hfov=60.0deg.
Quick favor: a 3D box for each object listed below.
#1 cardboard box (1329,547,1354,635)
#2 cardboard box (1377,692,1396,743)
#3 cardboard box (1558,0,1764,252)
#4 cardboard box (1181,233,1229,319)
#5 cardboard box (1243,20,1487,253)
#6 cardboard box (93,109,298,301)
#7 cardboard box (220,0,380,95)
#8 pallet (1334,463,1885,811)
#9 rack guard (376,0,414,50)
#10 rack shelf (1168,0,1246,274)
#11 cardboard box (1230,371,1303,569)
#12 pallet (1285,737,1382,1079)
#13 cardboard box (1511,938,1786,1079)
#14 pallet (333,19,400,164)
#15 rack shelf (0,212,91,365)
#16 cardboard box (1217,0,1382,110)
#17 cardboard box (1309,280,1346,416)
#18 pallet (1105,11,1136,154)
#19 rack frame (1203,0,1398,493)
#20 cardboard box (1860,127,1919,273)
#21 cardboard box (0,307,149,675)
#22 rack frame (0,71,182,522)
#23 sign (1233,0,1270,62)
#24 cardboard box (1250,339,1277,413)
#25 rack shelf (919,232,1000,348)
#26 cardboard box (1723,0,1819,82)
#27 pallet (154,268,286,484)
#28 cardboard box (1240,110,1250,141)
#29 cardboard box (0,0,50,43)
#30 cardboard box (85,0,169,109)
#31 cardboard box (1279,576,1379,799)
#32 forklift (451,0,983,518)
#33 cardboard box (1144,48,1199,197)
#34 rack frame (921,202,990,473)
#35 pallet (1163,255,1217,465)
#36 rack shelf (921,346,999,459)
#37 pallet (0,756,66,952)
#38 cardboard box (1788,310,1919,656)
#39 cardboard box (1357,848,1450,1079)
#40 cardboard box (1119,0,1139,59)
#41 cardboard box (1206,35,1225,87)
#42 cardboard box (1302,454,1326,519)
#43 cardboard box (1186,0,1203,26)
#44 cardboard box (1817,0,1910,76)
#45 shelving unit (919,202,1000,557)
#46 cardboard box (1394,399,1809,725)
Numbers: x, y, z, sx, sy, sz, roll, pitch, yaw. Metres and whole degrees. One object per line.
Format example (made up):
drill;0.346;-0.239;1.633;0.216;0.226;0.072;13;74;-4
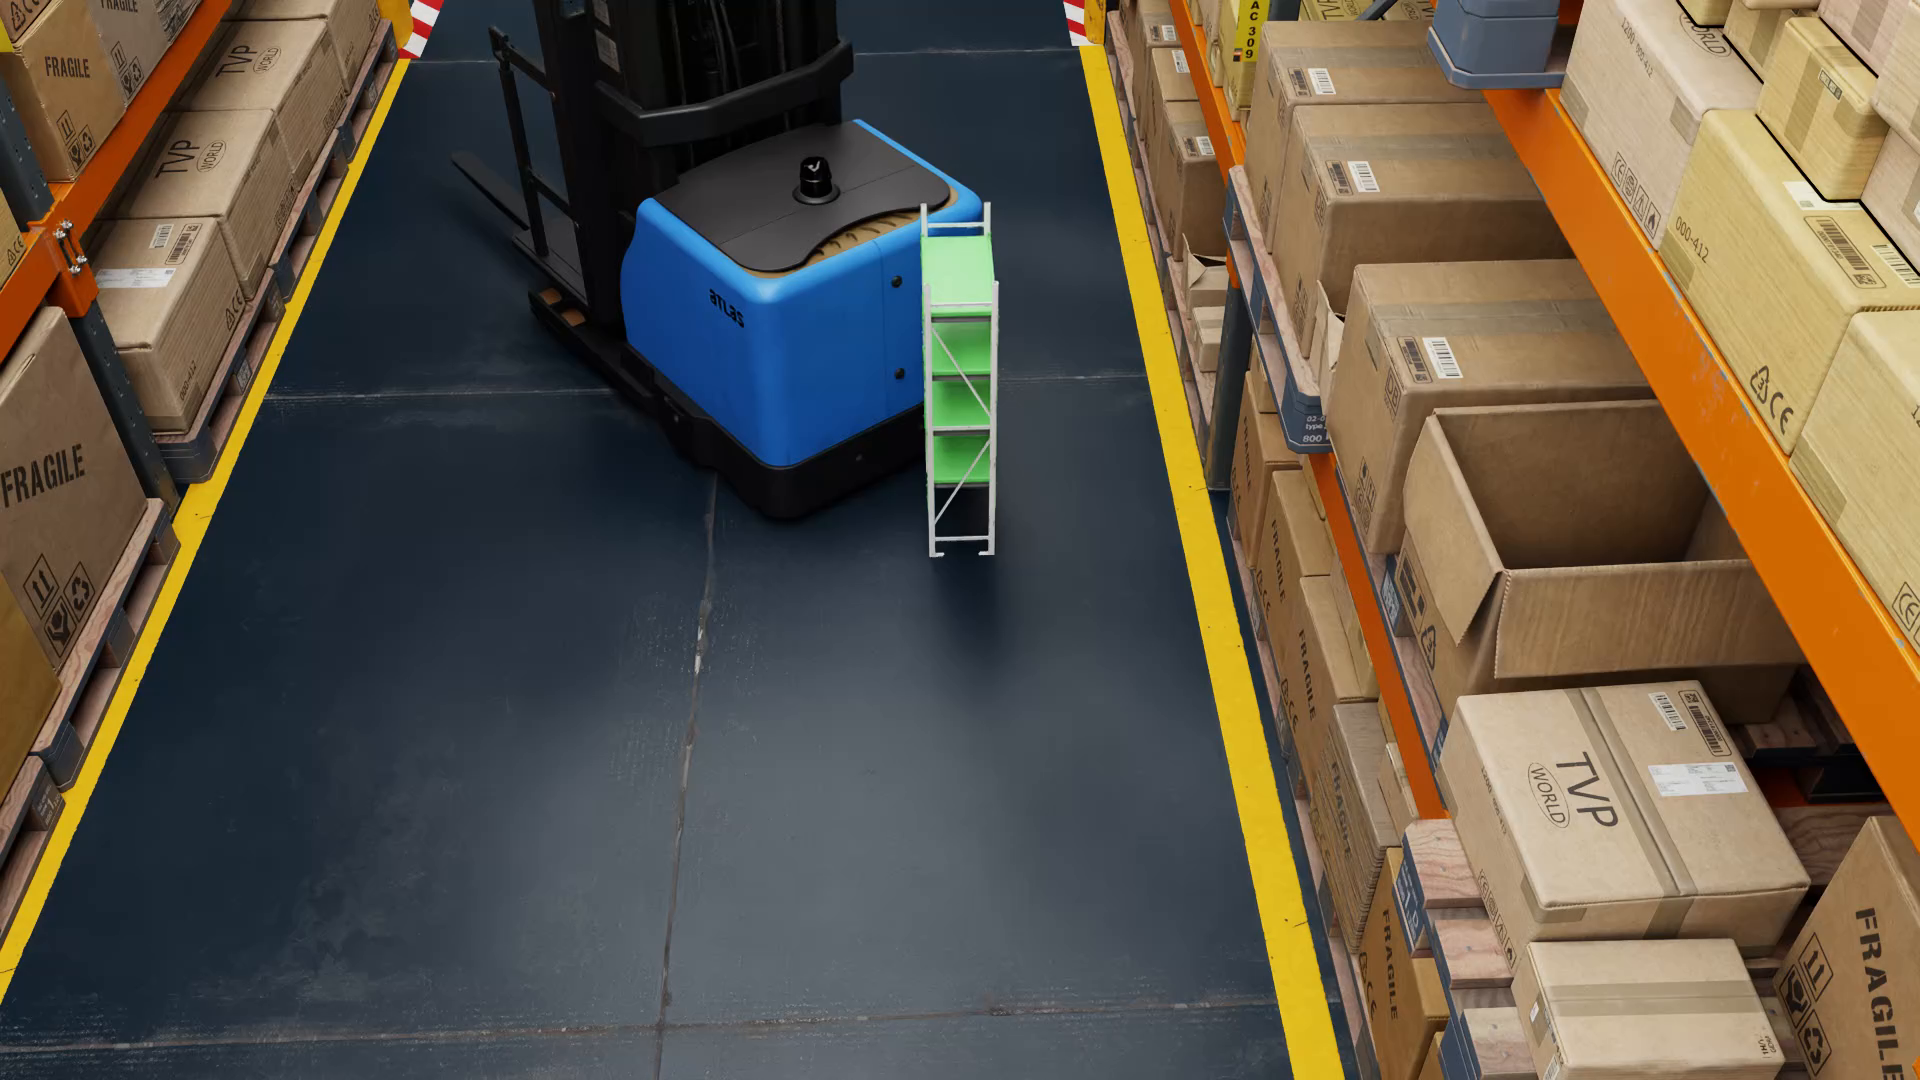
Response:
cardboard box;1.319;0.143;4.933;0.380;0.149;0.250;-2;43;-2
cardboard box;1.367;0.492;4.552;0.380;0.149;0.250;-1;43;-2
cardboard box;1.321;-0.713;2.699;0.500;0.250;0.500;-2;43;-2
cardboard box;1.127;-1.102;6.945;0.396;0.266;0.258;0;43;0
cardboard box;1.256;-1.205;4.960;0.700;0.500;0.500;-1;43;-1
cardboard box;-3.458;-1.443;7.190;0.875;0.438;0.875;-3;43;-3
cardboard box;-3.542;-2.669;8.527;0.875;0.438;0.875;-3;43;-3
pallet;1.542;0.112;4.050;1.003;0.211;1.213;-2;43;-2
rack guard;-3.671;-2.996;9.149;1.175;0.500;0.348;-2;43;-2
rack shelf;1.374;-2.431;7.215;1.077;0.370;4.000;-2;43;-2
cardboard box;1.255;-0.246;5.838;0.500;0.500;0.500;0;43;0
pallet;1.587;1.055;4.942;1.003;0.211;1.213;-2;43;-2
cardboard box;1.218;0.860;2.967;0.380;0.149;0.250;-1;43;-1
pallet;-3.557;-2.336;8.642;1.003;0.211;1.213;-2;43;-2
rack shelf;-3.415;0.414;4.111;1.077;0.370;4.000;-2;43;-2
cardboard box;1.194;-1.737;5.816;0.500;0.250;0.500;-1;43;-1
cardboard box;1.135;-0.502;4.367;0.396;0.266;0.258;0;43;0
pallet;1.328;-2.429;8.744;1.003;0.211;1.213;-2;43;-2
rack frame;1.459;-1.346;5.499;1.000;3.000;0.127;-2;43;-2
cardboard box;1.397;-0.429;2.095;0.380;0.149;0.250;-1;43;-1
cardboard box;-3.393;-0.156;5.462;0.875;0.875;0.875;0;43;0
rack frame;-3.500;-1.201;5.341;1.000;3.000;0.127;-2;43;-2
sign;0.918;-1.645;5.184;0.100;0.325;0.005;-2;43;-2
cardboard box;1.209;-0.569;5.710;0.380;0.149;0.250;0;43;0
rack shelf;-0.005;-0.859;5.682;0.258;0.148;0.480;-2;42;-2
cardboard box;1.382;-0.766;2.461;0.380;0.149;0.250;-1;43;-1
pallet;-3.454;-0.689;6.845;1.003;0.211;1.213;-2;43;-2
cardboard box;1.194;-1.462;5.811;0.380;0.149;0.250;-1;43;-1
cardboard box;-3.278;-1.935;5.327;0.500;0.500;0.500;-1;43;-2
cardboard box;-3.275;-1.902;6.031;0.500;0.500;0.500;-1;43;-2
cardboard box;1.304;0.450;5.079;0.500;0.500;0.500;-3;43;-3
forklift;-1.217;-2.098;6.370;1.130;2.935;3.031;-29;50;-28
cardboard box;1.141;-1.926;7.671;0.500;0.500;0.500;-1;43;-1
rack frame;-0.014;-0.716;6.143;0.240;1.200;0.015;-2;42;-2
pallet;1.431;-0.782;6.947;1.003;0.211;1.213;-2;43;-2
rack shelf;-0.004;-0.505;6.006;0.258;0.148;0.480;-2;42;-2
pallet;-3.337;1.171;4.816;1.003;0.211;1.213;-2;43;-2
cardboard box;1.365;-0.036;1.960;0.500;0.250;0.500;-3;43;-3
cardboard box;1.361;1.150;4.314;0.500;0.500;0.500;0;43;0
cardboard box;1.221;-2.865;8.693;0.797;0.503;0.637;-3;43;-3
cardboard box;1.126;-1.811;6.192;0.380;0.149;0.250;-1;43;-1
cardboard box;1.320;-0.211;5.319;0.380;0.149;0.250;-4;43;-4
cardboard box;1.103;-2.161;6.574;0.380;0.149;0.250;-2;43;-2
cardboard box;1.383;-0.708;2.178;0.380;0.149;0.250;-2;43;-2
shelving unit;-0.004;-0.552;5.963;0.258;1.200;0.503;-2;42;-2
cardboard box;1.375;0.065;3.572;0.797;0.503;0.637;-3;43;-3
